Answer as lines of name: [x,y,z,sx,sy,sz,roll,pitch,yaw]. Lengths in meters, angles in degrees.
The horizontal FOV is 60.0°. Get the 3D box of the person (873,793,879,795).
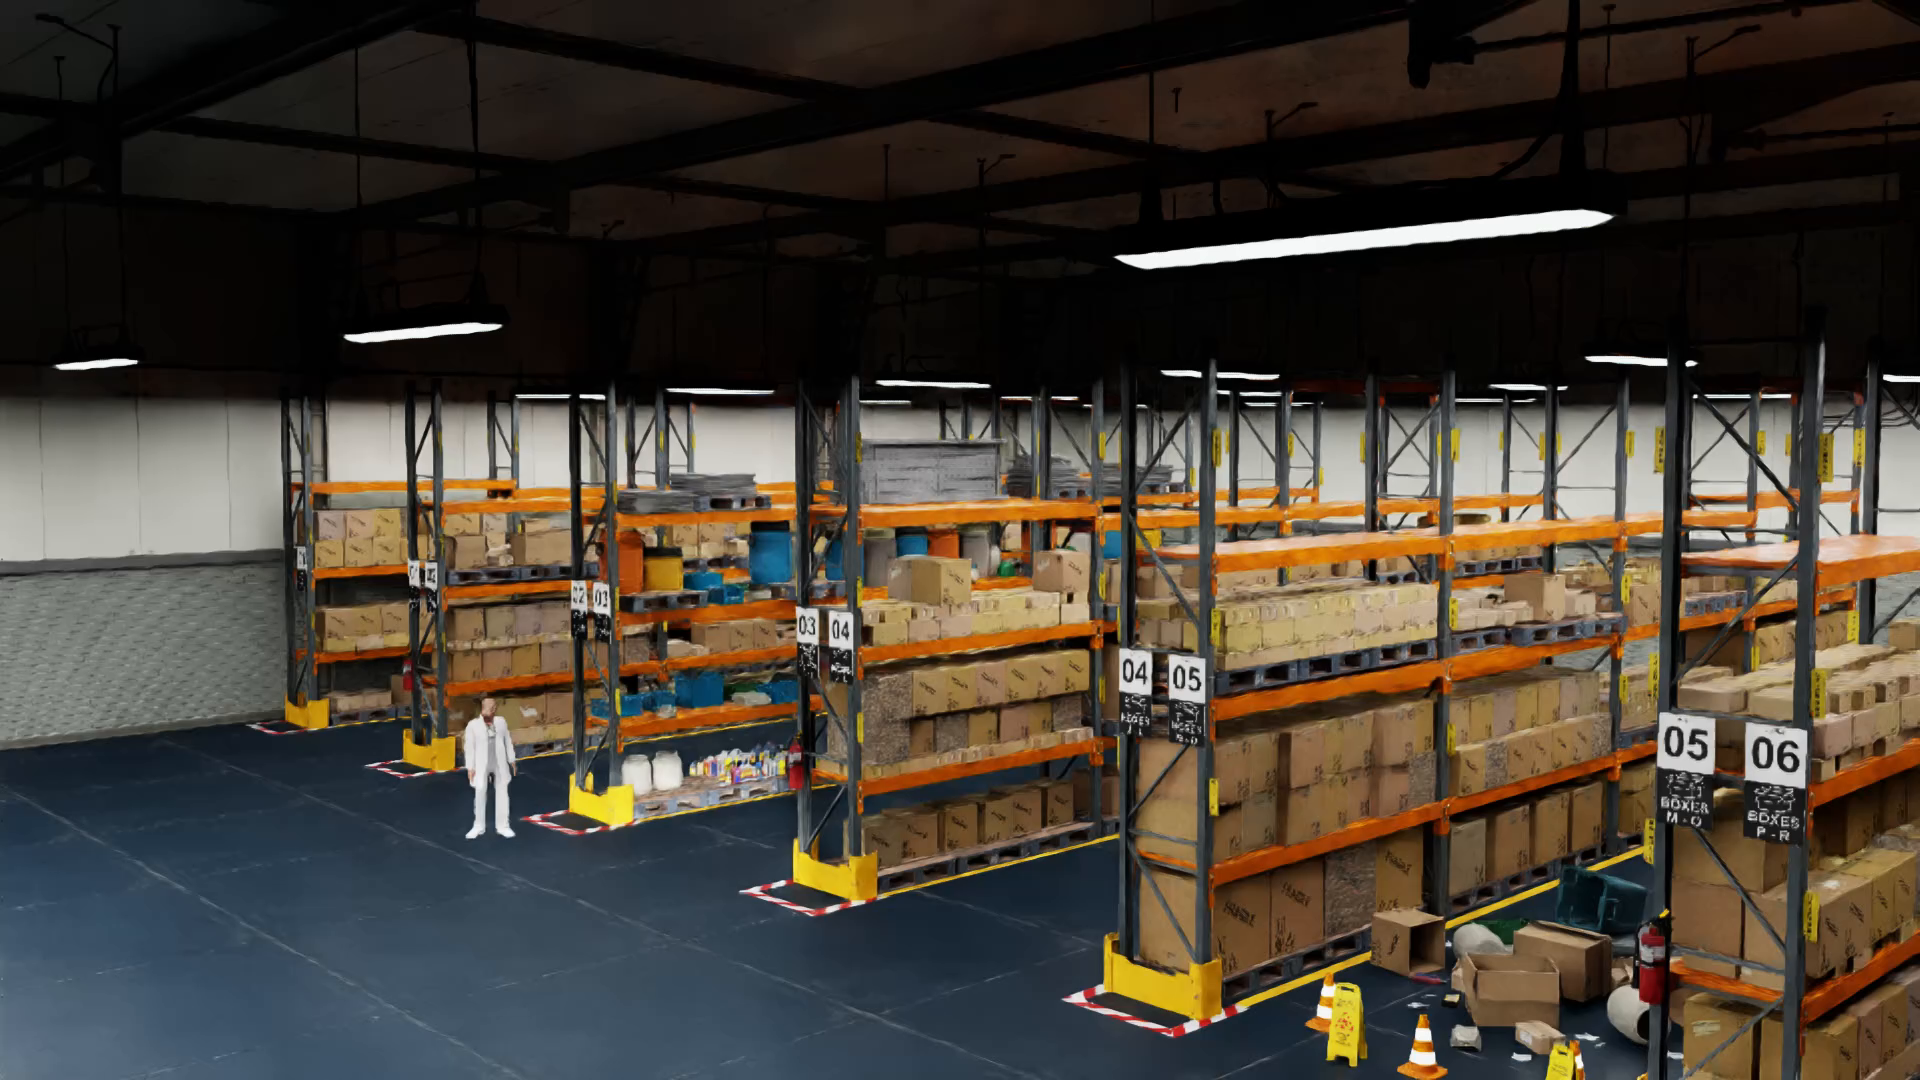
person: [-1.093,2.693,23.866,0.466,1.731,0.628,2,4,23]

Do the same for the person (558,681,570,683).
person: [-7.364,2.336,30.808,0.417,1.719,0.569,1,4,19]

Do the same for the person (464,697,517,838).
person: [-5.995,2.899,21.241,0.671,1.787,0.452,-2,4,-29]
